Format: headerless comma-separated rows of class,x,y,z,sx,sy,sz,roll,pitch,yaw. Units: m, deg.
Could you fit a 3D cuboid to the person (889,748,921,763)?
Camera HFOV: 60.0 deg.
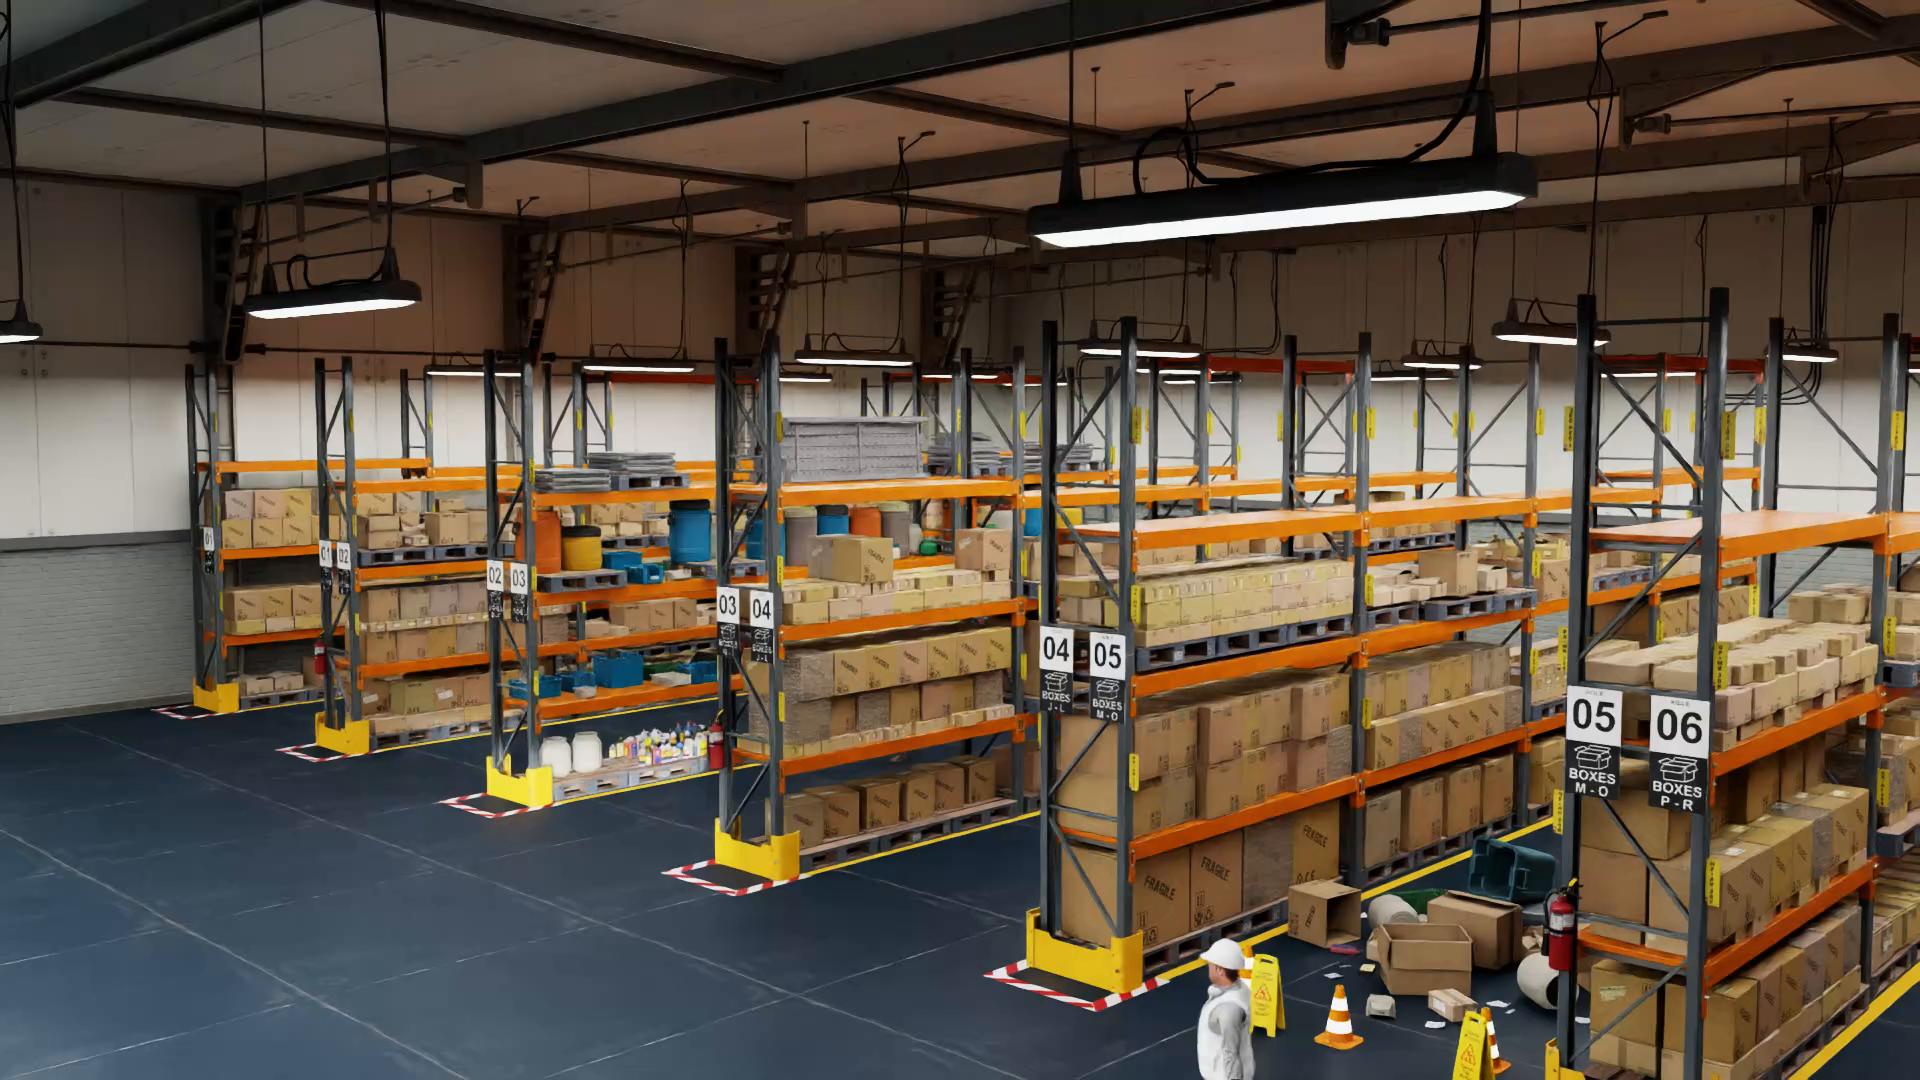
person,-0.826,2.524,24.720,0.562,1.519,0.503,-2,5,-29

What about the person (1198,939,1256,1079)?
person,1.769,3.451,10.749,0.718,1.767,0.530,1,5,14
